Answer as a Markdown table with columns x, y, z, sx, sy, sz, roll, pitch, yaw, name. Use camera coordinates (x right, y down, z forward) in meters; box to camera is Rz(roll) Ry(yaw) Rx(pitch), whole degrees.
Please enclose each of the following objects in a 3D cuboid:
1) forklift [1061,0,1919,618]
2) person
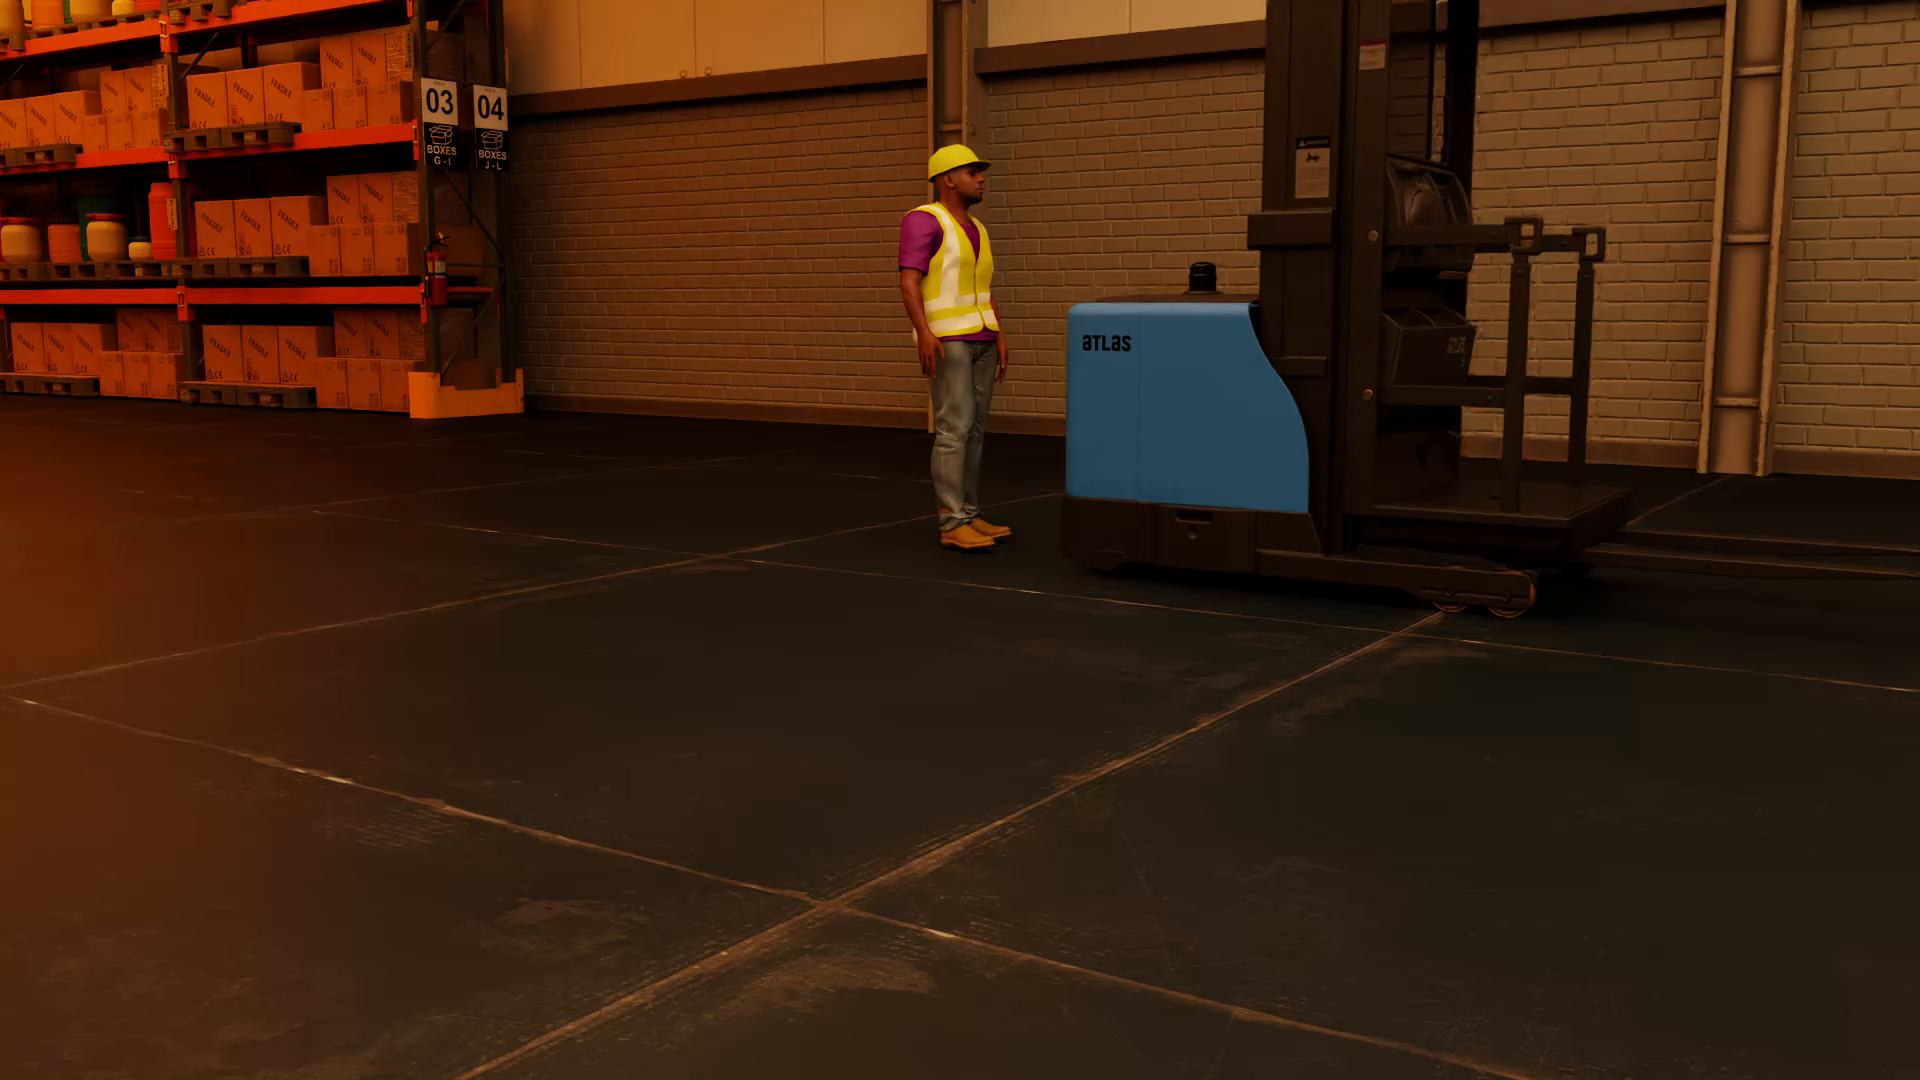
| x | y | z | sx | sy | sz | roll | pitch | yaw | name |
| --- | --- | --- | --- | --- | --- | --- | --- | --- | --- |
| 1.926 | -1.267 | 6.100 | 3.031 | 2.935 | 1.130 | 5 | 10 | 32 | forklift |
| 0.055 | -0.875 | 7.435 | 0.575 | 1.768 | 0.666 | 5 | 10 | 34 | person |
